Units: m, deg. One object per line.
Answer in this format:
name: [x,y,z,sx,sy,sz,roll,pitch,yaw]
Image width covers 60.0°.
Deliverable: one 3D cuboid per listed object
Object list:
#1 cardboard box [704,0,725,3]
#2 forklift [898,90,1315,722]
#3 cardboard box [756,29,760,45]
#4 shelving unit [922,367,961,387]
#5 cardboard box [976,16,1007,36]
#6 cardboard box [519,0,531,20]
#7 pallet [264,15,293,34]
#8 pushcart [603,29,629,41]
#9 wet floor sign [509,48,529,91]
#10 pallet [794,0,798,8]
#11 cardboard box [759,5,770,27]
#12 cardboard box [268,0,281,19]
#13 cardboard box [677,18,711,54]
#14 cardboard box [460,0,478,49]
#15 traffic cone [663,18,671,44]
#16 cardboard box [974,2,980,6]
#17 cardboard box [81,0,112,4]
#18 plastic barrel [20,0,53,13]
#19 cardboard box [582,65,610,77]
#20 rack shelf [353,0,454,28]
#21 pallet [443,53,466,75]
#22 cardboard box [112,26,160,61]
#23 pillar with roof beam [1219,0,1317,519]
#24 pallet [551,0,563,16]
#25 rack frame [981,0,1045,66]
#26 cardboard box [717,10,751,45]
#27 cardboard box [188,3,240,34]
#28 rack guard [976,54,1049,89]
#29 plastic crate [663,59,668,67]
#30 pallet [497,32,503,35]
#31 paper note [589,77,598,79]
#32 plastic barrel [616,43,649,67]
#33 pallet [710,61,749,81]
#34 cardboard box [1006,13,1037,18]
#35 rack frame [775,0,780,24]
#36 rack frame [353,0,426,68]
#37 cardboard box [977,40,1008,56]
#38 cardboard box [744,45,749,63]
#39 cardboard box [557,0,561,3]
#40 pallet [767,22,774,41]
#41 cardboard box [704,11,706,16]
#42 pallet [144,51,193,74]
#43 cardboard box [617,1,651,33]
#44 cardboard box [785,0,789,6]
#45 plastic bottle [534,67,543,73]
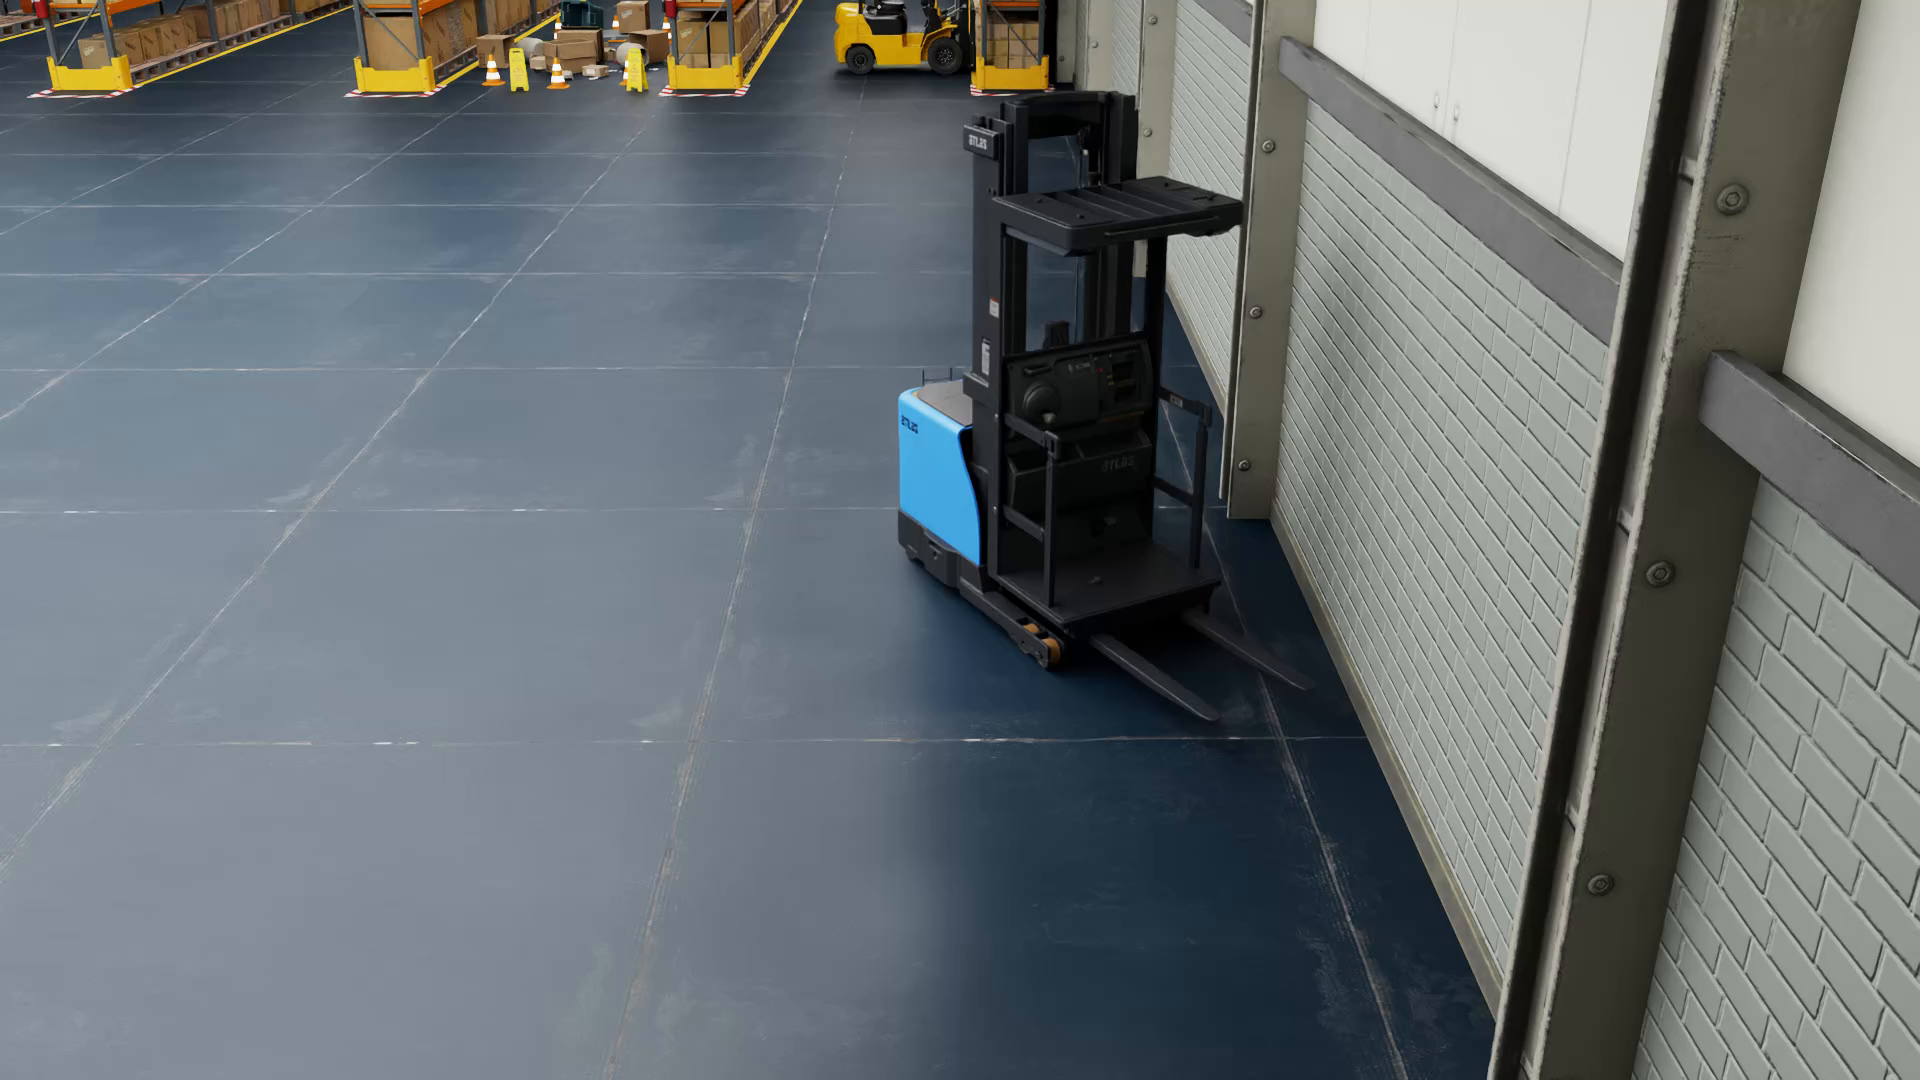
cardboard box: [-3.914,-8.720,26.695,0.380,0.149,0.250,0,24,0]
forklift: [0.780,-0.845,9.061,1.130,2.935,3.031,-13,28,-27]
cardboard box: [-3.886,-9.038,29.920,0.500,0.250,0.500,1,24,2]
shelving unit: [-0.115,-0.569,10.735,0.215,1.050,0.252,-6,25,-13]
cardboard box: [0.518,-8.510,27.540,0.500,0.250,0.500,0,24,0]
cardboard box: [-9.236,-10.841,33.300,1.050,0.750,0.750,-1,24,-1]
pallet: [-14.107,-10.353,33.384,1.003,0.211,1.213,0,24,-1]
pushcart: [-6.440,-9.116,30.448,1.648,0.377,0.936,-9,26,-19]
wet floor sign: [-7.086,-7.554,26.669,0.267,0.644,0.232,-4,25,-10]
pallet: [-4.164,-12.050,37.137,1.003,0.211,1.213,0,24,-1]
cardboard box: [-4.190,-10.135,32.197,0.950,0.372,0.625,1,24,1]
cardboard box: [-14.087,-10.731,33.336,0.700,0.500,0.500,-2,24,-3]
cardboard box: [-4.387,-8.303,27.384,0.500,0.500,0.500,0,24,0]
cardboard box: [-9.173,-9.242,29.612,0.875,0.875,0.875,0,24,0]
traffic cone: [-5.574,-9.690,31.614,0.336,0.463,0.334,0,24,-1]
cardboard box: [0.490,-9.348,29.393,0.500,0.250,0.500,0,24,0]
cardboard box: [-13.791,-8.653,26.547,0.380,0.149,0.250,0,24,-1]
plastic barrel: [-19.089,-11.327,34.279,0.600,0.830,0.708,0,24,-1]
cardboard box: [-6.151,-7.925,28.092,0.380,0.149,0.250,13,27,27]
rack shelf: [-9.088,-9.126,28.161,1.077,0.370,4.000,0,24,-1]
pallet: [-9.163,-8.190,28.601,1.003,0.211,1.213,0,24,-1]
cardboard box: [-14.045,-8.463,28.345,0.500,0.500,0.500,2,24,4]
pillar with roof beam: [-2.369,-4.305,9.349,9.100,9.000,0.400,0,24,-1]
pallet: [-9.171,-11.479,35.874,1.003,0.211,1.213,0,24,-1]
rack frame: [0.846,-8.717,26.384,1.000,3.000,0.127,0,24,-1]
cardboard box: [-3.858,-8.739,28.350,0.500,0.500,0.500,0,24,0]
cardboard box: [-14.042,-9.808,31.296,0.700,0.500,0.500,0,24,-1]
rack guard: [0.846,-7.568,26.877,1.175,0.500,0.348,0,24,-1]
plastic crate: [-4.964,-8.361,29.139,0.402,0.080,0.583,-9,26,-19]
pallet: [-9.193,-9.325,31.111,1.003,0.211,1.213,0,24,-1]
paper note: [-6.118,-7.721,27.785,0.148,0.019,0.142,-9,26,-19]
plastic barrel: [-5.654,-8.364,28.729,0.512,0.421,0.421,19,30,35]
pallet: [-4.092,-7.789,27.716,1.003,0.211,1.213,0,24,-1]
cardboard box: [1.026,-8.722,28.009,0.500,0.250,0.500,0,24,-1]
rack frame: [-4.204,-11.990,33.620,1.000,3.000,0.127,0,24,-1]
rack frame: [-9.066,-8.629,26.190,1.000,3.000,0.127,0,24,-1]
cardboard box: [0.528,-8.083,27.202,0.500,0.250,0.500,-1,24,-1]
cardboard box: [-3.847,-8.176,28.014,0.500,0.250,0.500,1,24,1]
cardboard box: [-8.930,-11.900,35.945,0.500,0.500,0.500,-1,24,-2]
pallet: [-4.187,-9.896,32.374,1.003,0.211,1.213,0,24,-1]
cardboard box: [-4.457,-8.853,27.814,0.380,0.149,0.250,0,24,0]
pallet: [-14.011,-8.246,28.726,1.003,0.211,1.213,0,24,-1]
cardboard box: [-5.940,-9.527,30.290,0.500,0.500,0.500,0,24,-1]
cardboard box: [-4.134,-11.866,35.414,0.875,0.875,0.875,0,24,0]
plastic bottle: [-7.224,-8.055,28.485,0.133,0.061,0.283,-9,26,-19]
